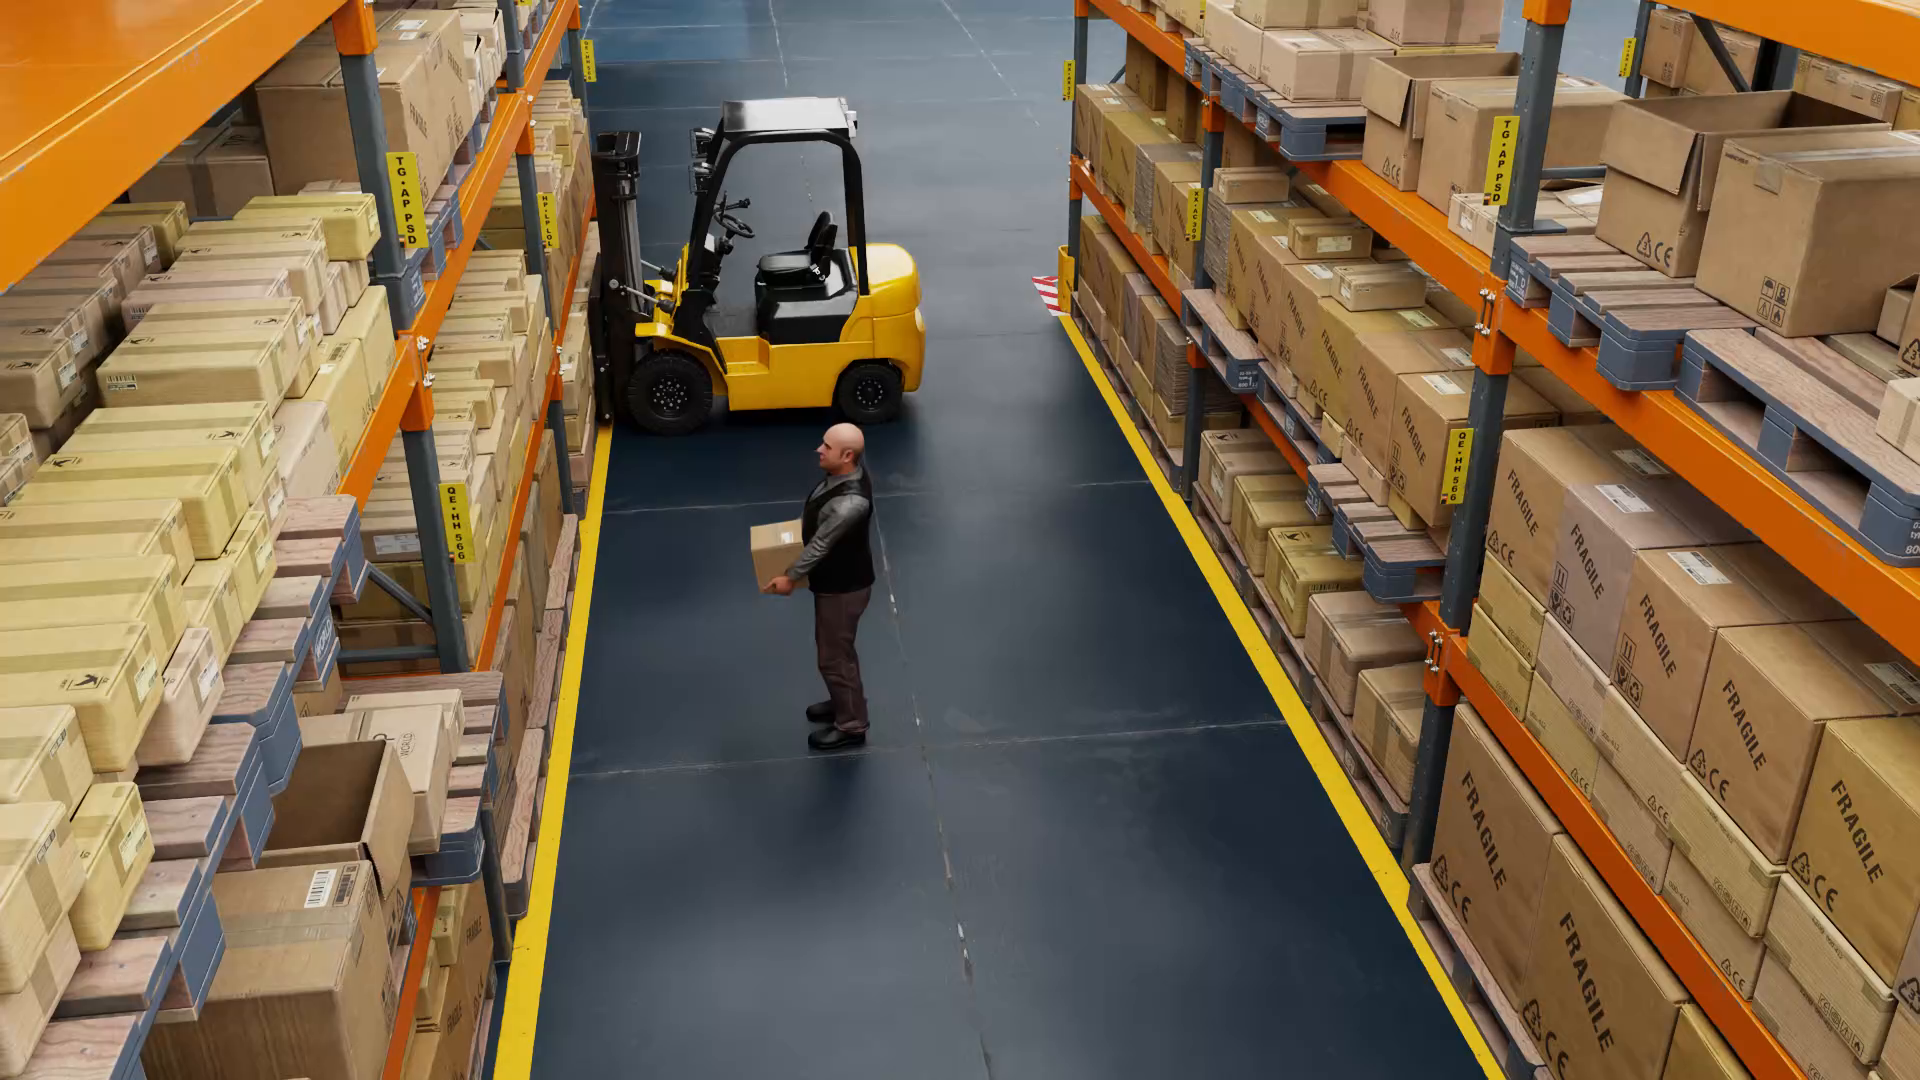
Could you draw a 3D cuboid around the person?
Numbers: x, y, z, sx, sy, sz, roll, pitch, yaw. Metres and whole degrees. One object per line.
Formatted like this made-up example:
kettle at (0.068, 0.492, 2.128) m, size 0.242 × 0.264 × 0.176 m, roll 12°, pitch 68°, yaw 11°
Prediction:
person at (-0.691, 0.261, 8.230) m, size 0.548 × 1.633 × 0.494 m, roll -3°, pitch 27°, yaw -6°
